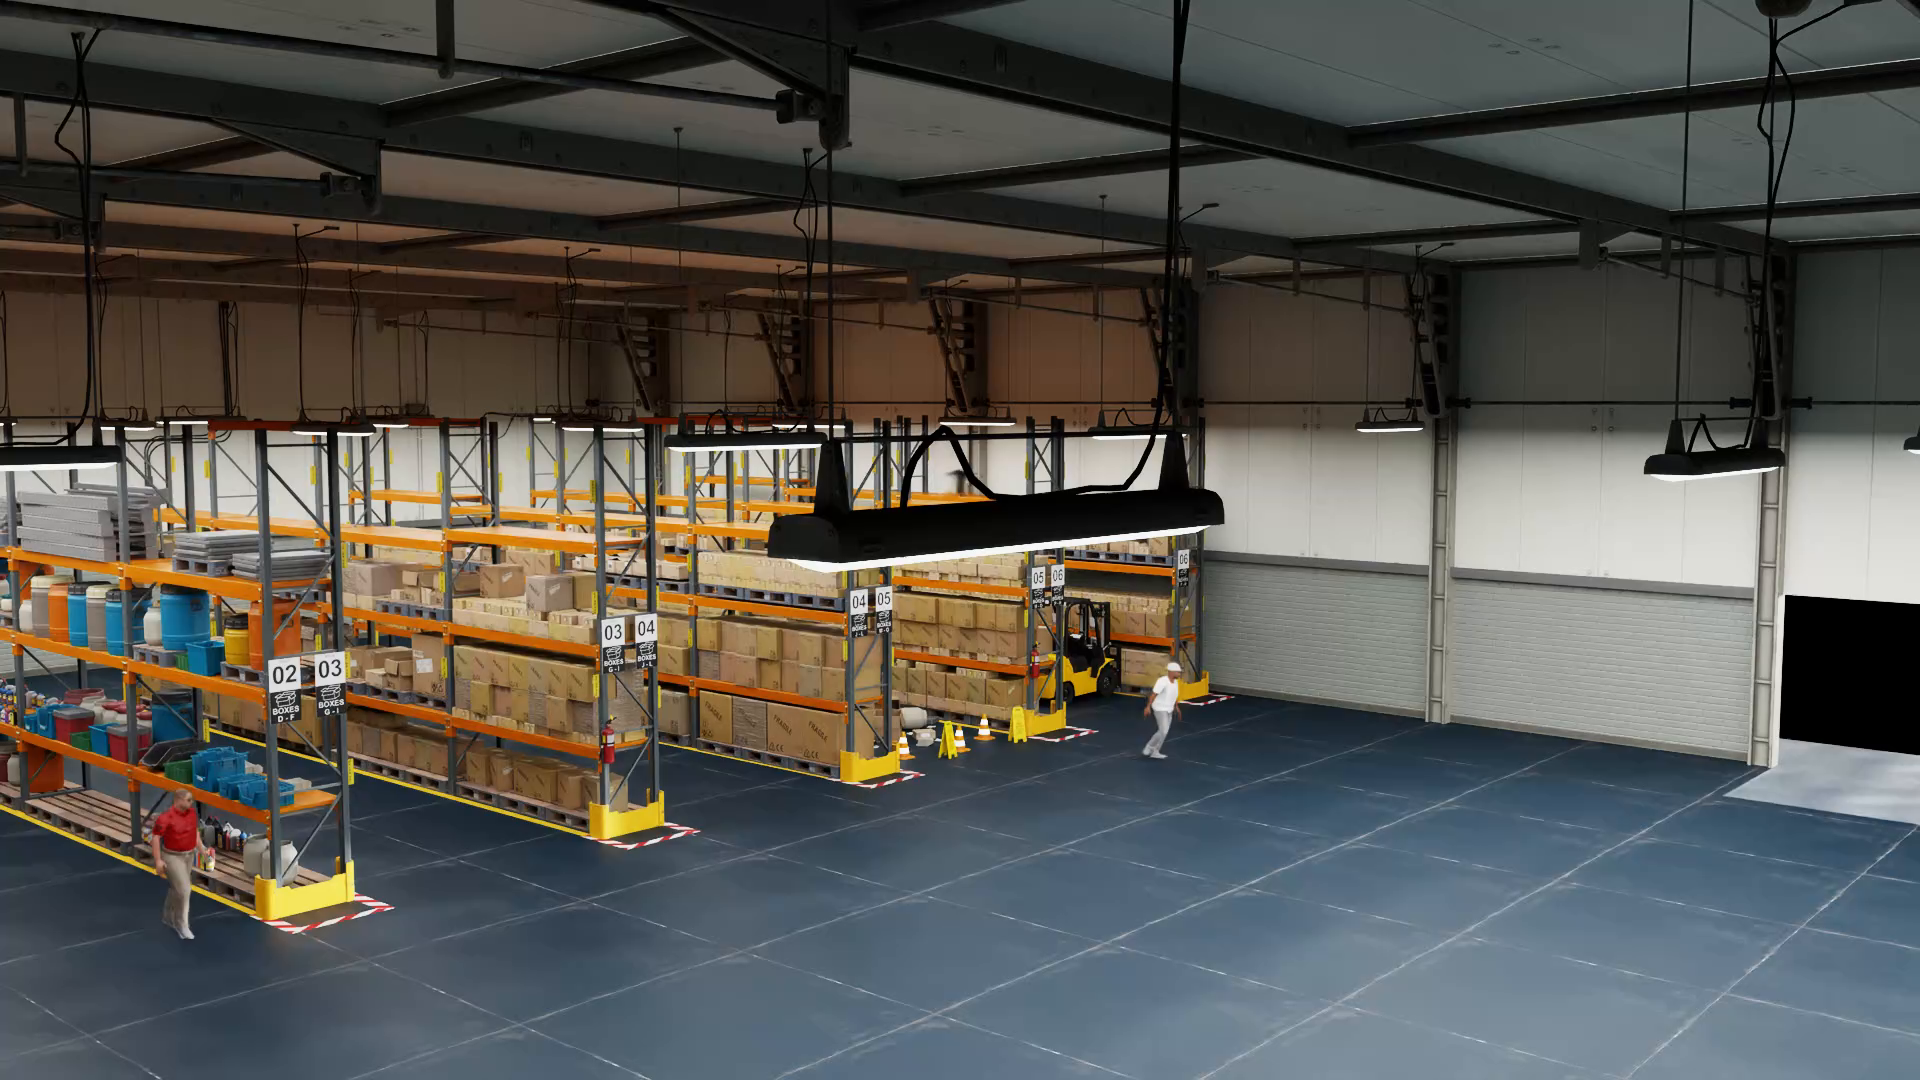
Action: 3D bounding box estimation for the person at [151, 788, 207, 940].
[{"bbox_3d":[-9.314,3.832,19.778,0.631,1.790,0.619,2,5,18],"label":"person"}]

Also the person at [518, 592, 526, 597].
[{"bbox_3d":[-11.398,1.911,42.899,0.597,1.728,0.978,4,6,36],"label":"person"}]

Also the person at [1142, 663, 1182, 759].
[{"bbox_3d":[3.608,3.024,29.480,0.606,1.727,0.716,4,6,37],"label":"person"}]
